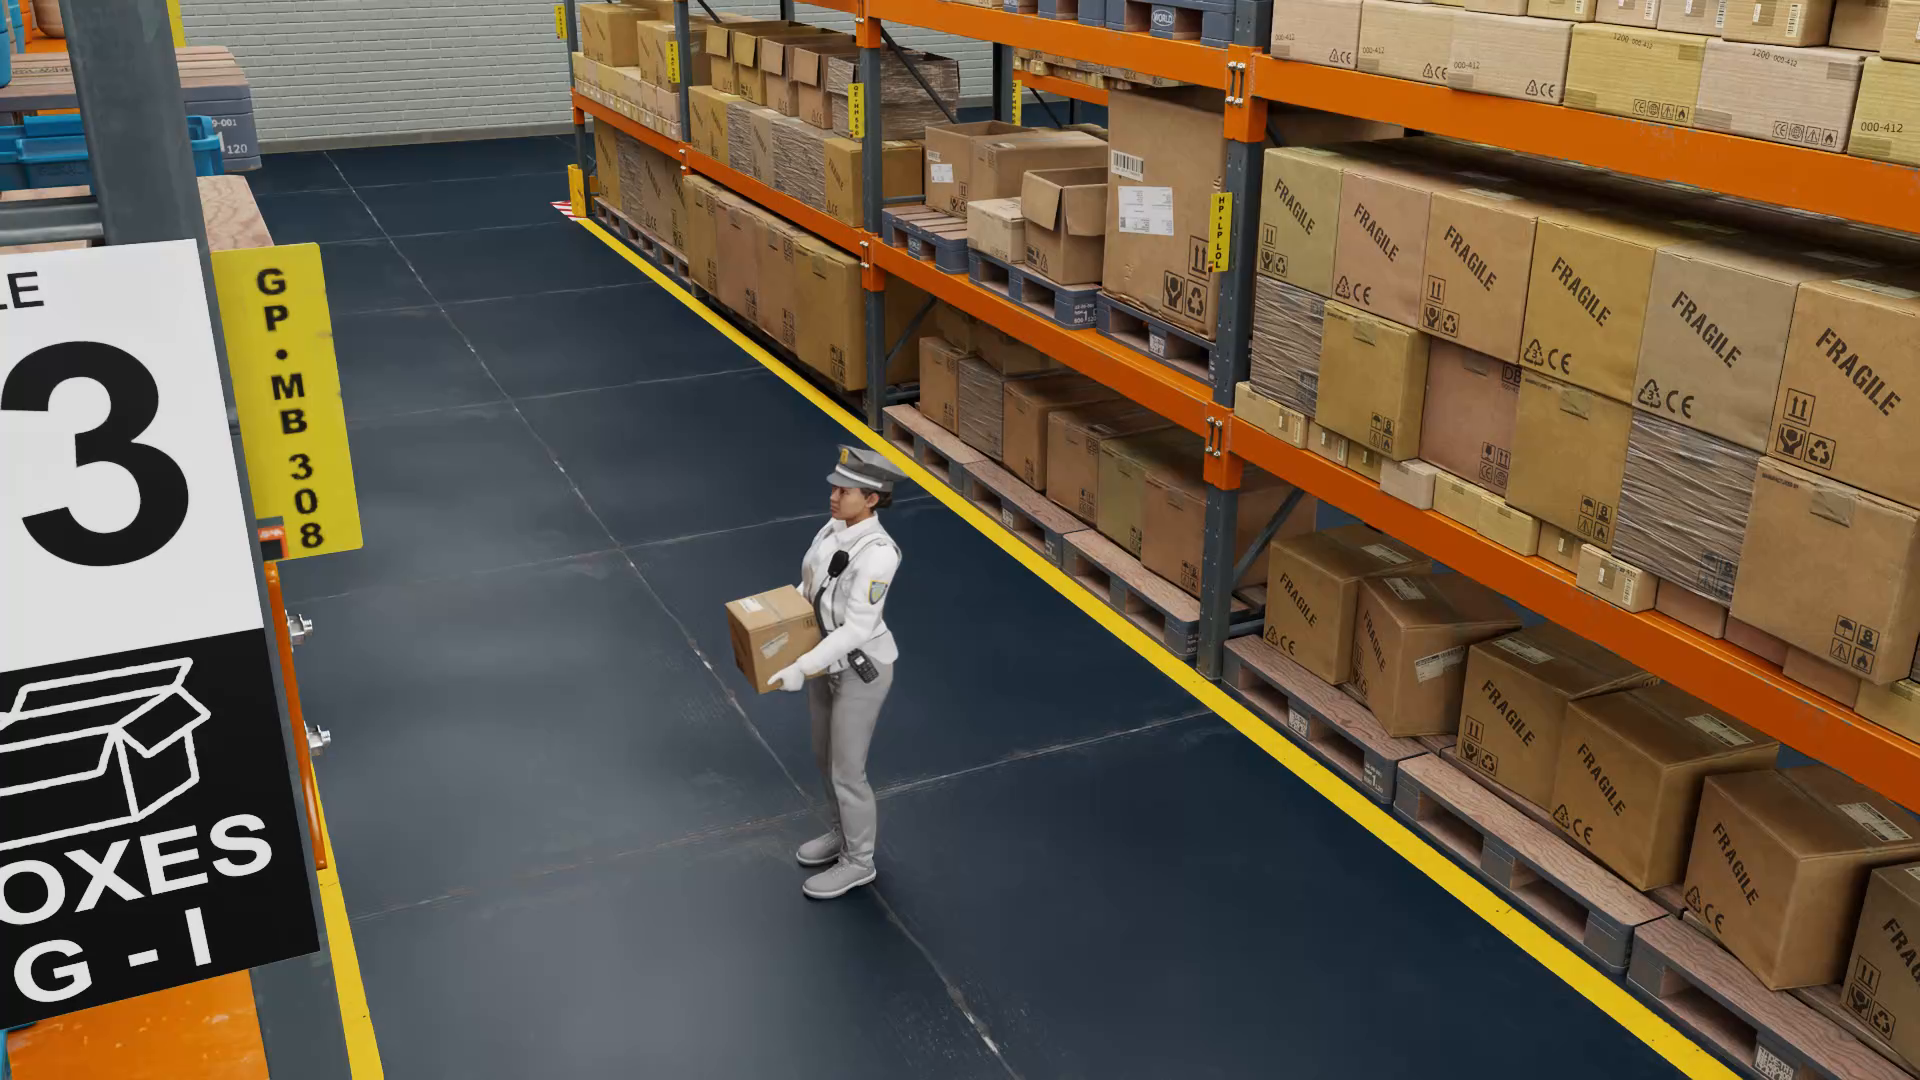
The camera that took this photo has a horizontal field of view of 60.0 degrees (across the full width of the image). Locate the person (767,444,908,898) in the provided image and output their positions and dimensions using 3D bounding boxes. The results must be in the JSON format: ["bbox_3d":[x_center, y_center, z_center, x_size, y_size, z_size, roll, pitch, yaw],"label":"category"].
[{"bbox_3d":[-0.459,0.466,5.918,0.562,1.687,0.461,-10,24,-24],"label":"person"}]
